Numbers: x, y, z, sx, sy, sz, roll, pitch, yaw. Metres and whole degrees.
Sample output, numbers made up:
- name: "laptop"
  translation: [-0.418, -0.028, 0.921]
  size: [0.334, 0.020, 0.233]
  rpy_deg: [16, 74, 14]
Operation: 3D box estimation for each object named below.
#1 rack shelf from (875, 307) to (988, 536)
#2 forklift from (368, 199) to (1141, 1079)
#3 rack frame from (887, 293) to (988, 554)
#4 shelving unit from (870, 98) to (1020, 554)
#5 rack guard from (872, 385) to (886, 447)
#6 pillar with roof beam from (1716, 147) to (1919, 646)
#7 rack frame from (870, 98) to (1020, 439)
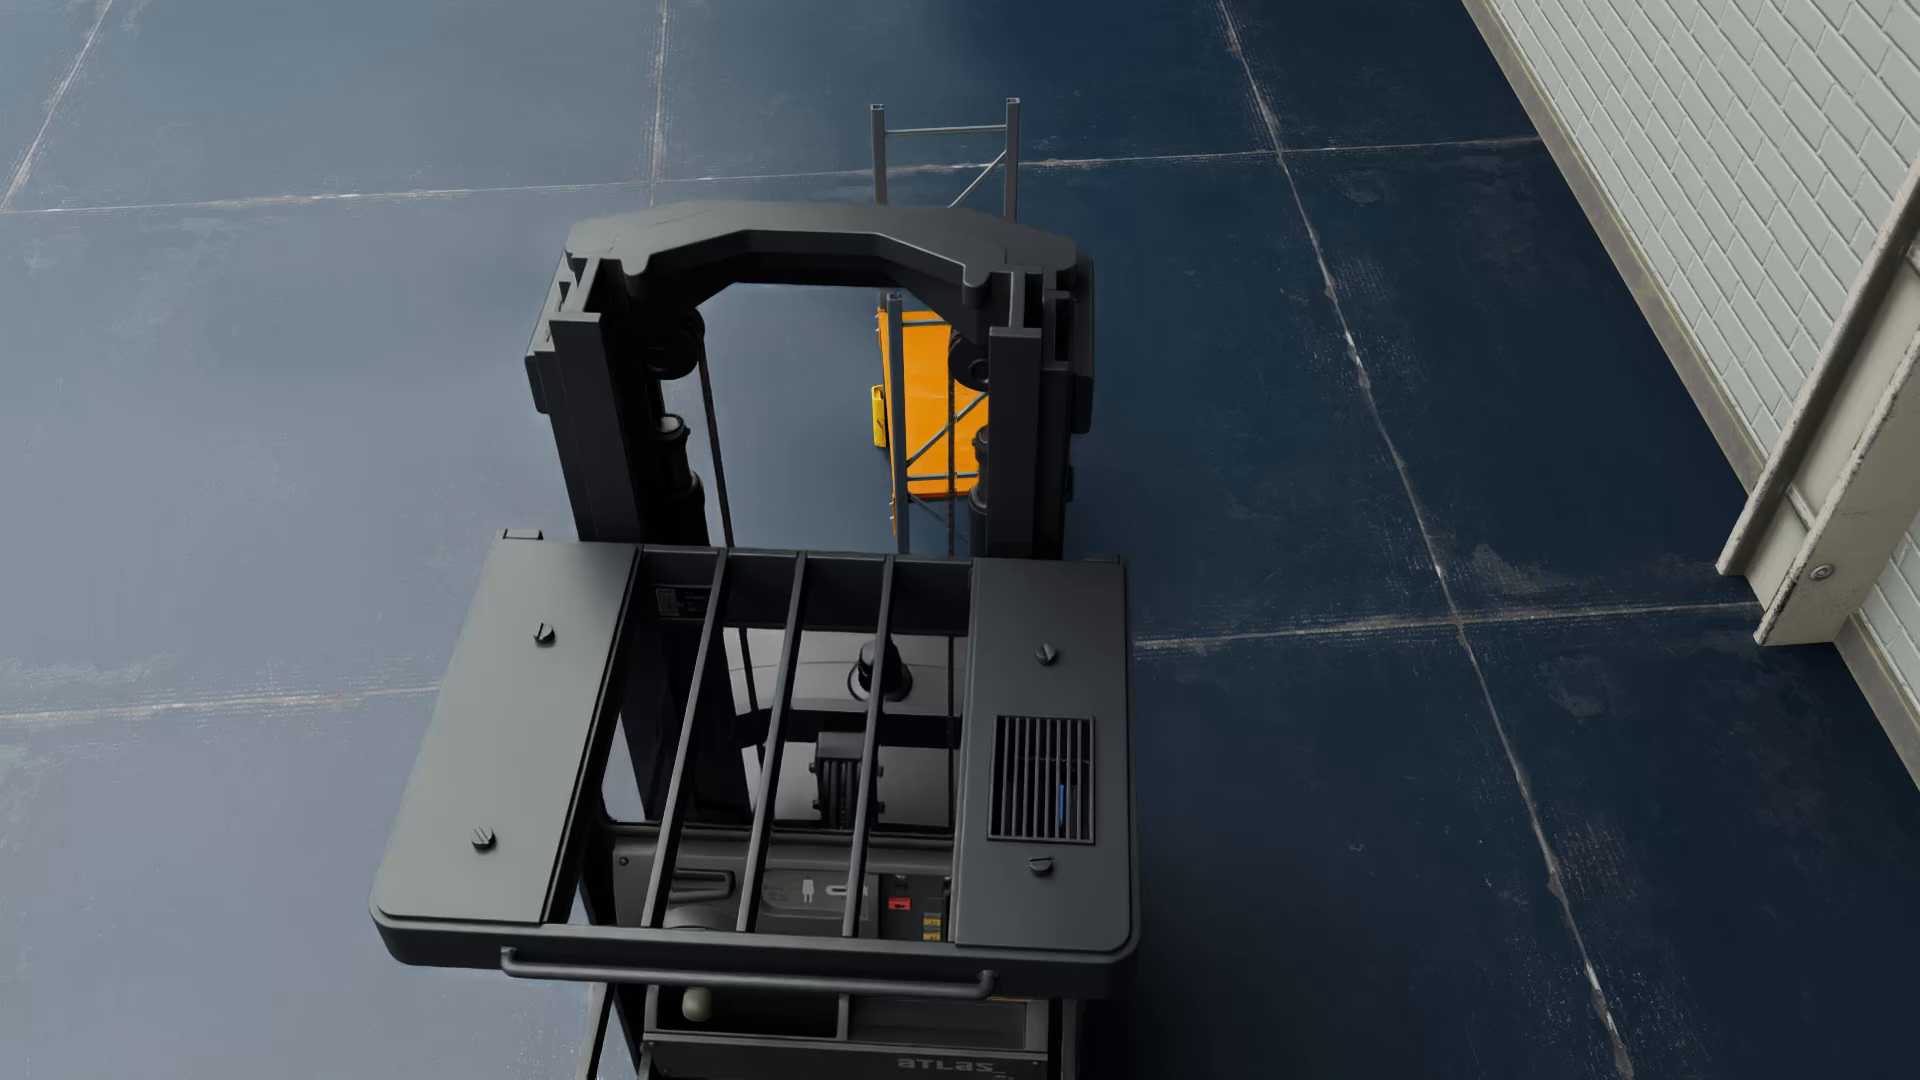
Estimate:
- name: "rack shelf"
  translation: [-0.007, -0.454, 5.895]
  size: [0.538, 0.185, 1.000]
  rpy_deg: [-3, 47, -3]
- name: "forklift"
  translation: [-0.269, 0.929, 3.352]
  size: [1.130, 2.935, 3.031]
  rpy_deg: [2, 47, 2]
- name: "rack frame"
  translation: [0.035, -0.210, 5.416]
  size: [0.500, 1.500, 0.032]
  rpy_deg: [-3, 47, -3]
- name: "shelving unit"
  translation: [-0.006, -0.571, 5.758]
  size: [0.587, 1.500, 1.083]
  rpy_deg: [-3, 47, -3]
- name: "rack guard"
  translation: [-0.048, -0.501, 6.553]
  size: [0.587, 0.250, 0.087]
  rpy_deg: [-3, 47, -3]
- name: "pillar with roof beam"
  translation: [-1.321, -2.610, 2.524]
  size: [9.100, 9.000, 0.400]
  rpy_deg: [-3, 47, -3]
- name: "rack frame"
  translation: [-0.050, -0.945, 6.112]
  size: [0.500, 1.500, 0.032]
  rpy_deg: [-3, 47, -3]
